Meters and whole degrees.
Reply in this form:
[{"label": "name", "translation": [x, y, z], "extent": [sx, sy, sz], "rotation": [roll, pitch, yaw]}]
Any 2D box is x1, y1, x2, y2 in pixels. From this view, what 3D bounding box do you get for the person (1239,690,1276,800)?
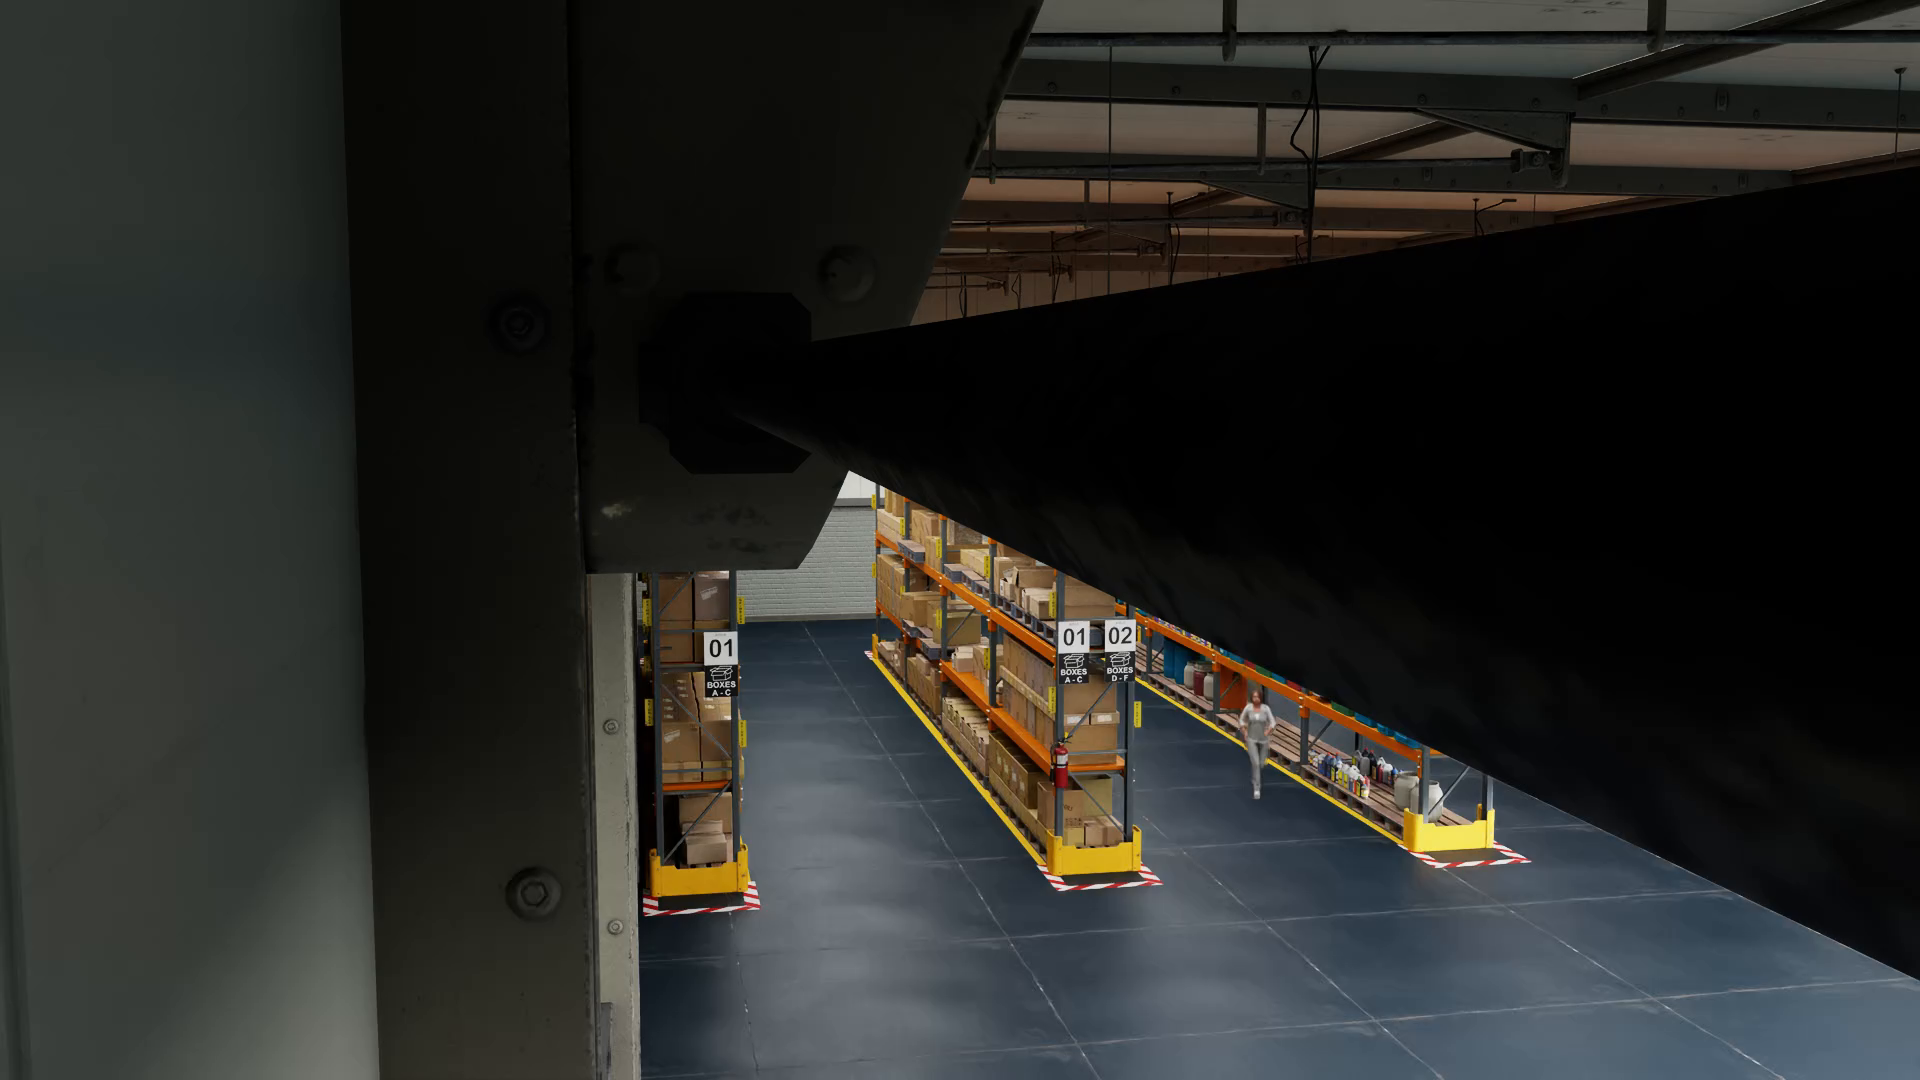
[{"label": "person", "translation": [4.429, 3.009, 24.778], "extent": [0.531, 1.591, 0.747], "rotation": [1, 6, 5]}]
